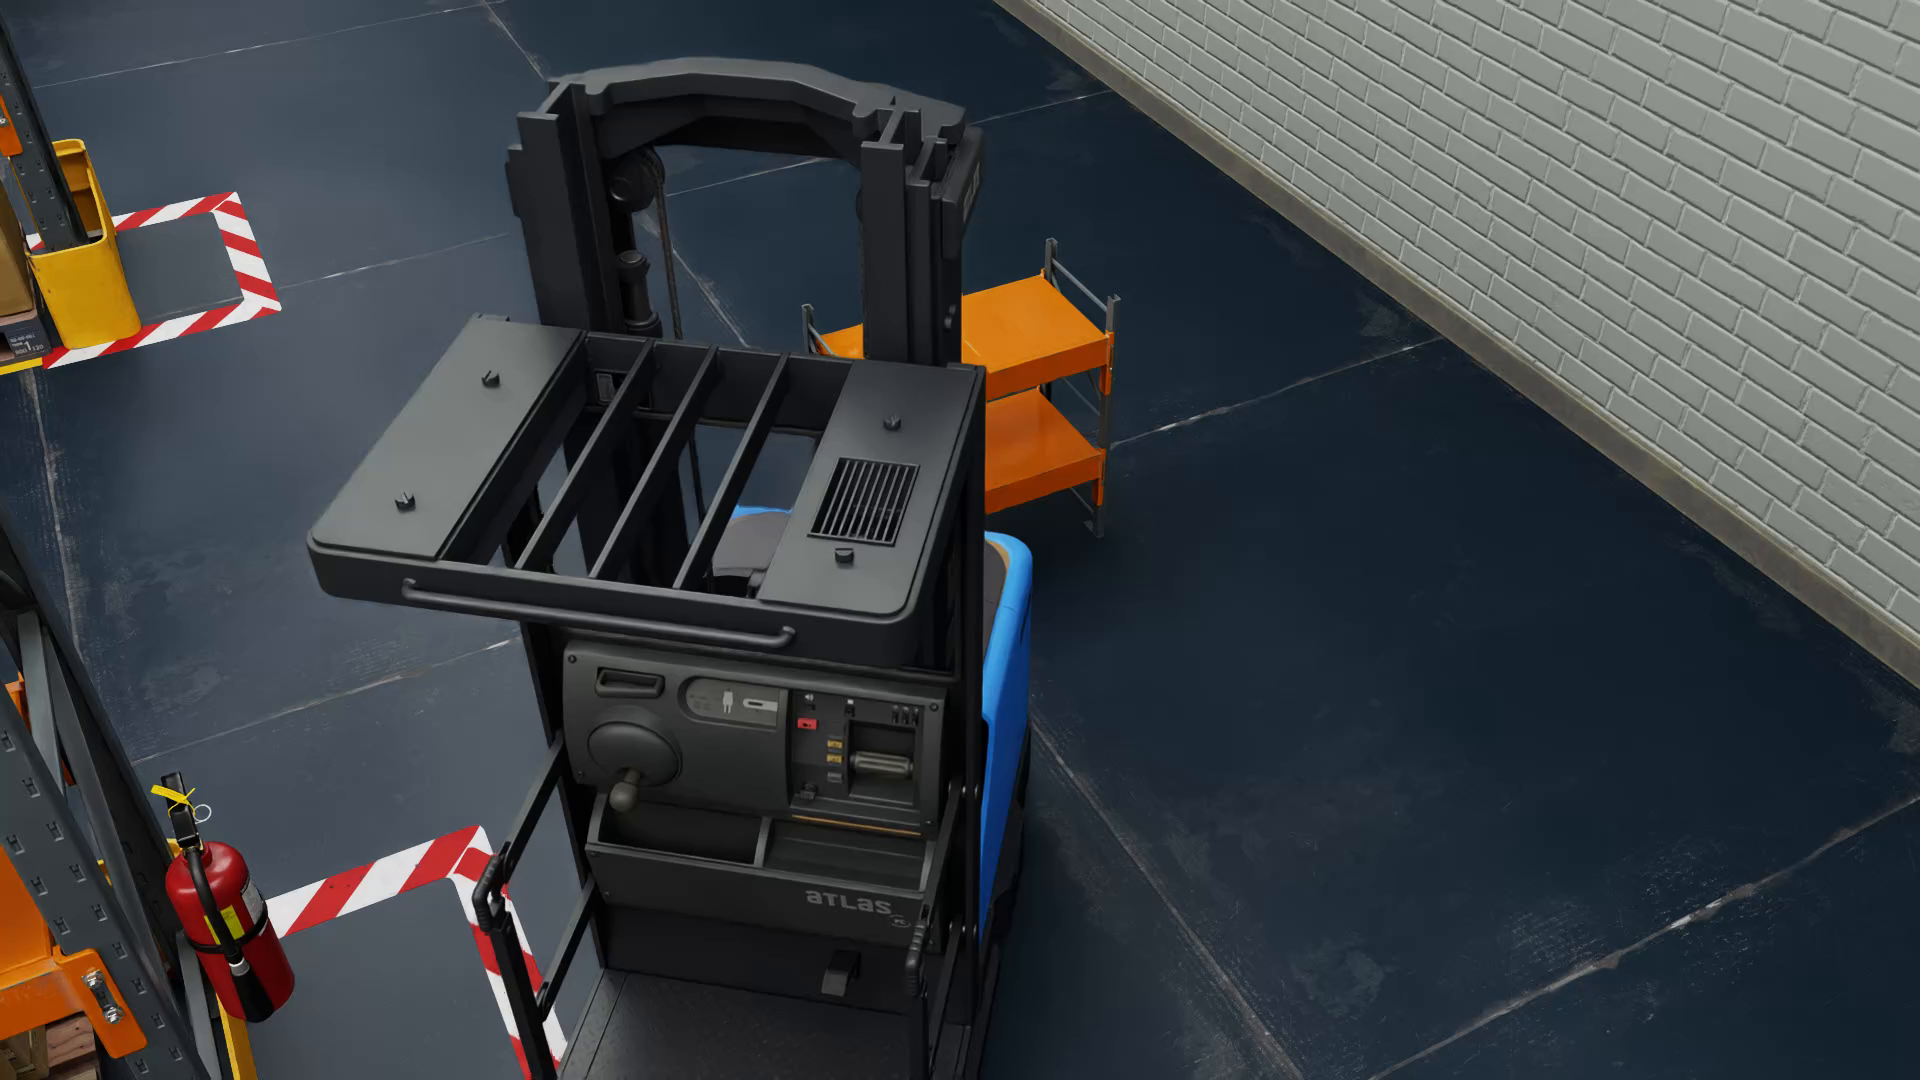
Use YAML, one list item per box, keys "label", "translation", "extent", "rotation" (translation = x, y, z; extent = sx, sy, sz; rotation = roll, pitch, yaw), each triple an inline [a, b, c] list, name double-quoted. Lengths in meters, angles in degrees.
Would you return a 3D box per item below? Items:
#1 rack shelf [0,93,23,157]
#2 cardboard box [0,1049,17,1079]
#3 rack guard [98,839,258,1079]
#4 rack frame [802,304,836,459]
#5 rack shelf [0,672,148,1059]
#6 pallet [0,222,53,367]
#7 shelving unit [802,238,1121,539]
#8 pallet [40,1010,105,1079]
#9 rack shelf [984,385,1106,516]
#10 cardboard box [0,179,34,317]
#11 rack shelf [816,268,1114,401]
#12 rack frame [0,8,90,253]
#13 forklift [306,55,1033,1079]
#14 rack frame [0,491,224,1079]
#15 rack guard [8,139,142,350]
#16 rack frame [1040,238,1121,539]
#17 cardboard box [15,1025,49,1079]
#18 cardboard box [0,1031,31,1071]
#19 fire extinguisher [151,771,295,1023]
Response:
- label: "rack shelf"
  translation: [-6.102, -1.530, 6.793]
  extent: [4.000, 0.370, 1.077]
  rotation: [-19, 44, -21]
- label: "cardboard box"
  translation: [-2.480, 1.475, 4.107]
  extent: [0.250, 0.149, 0.380]
  rotation: [-18, 43, -20]
- label: "rack guard"
  translation: [-2.194, 1.448, 4.653]
  extent: [0.348, 0.500, 1.175]
  rotation: [-19, 44, -21]
- label: "rack frame"
  translation: [-0.445, -0.280, 6.210]
  extent: [0.032, 1.125, 0.500]
  rotation: [-19, 44, -21]
- label: "rack shelf"
  translation: [-3.901, 1.342, 3.399]
  extent: [4.000, 0.370, 1.077]
  rotation: [-19, 44, -21]
- label: "pallet"
  translation: [-5.002, -1.054, 7.832]
  extent: [1.213, 0.211, 1.003]
  rotation: [-19, 44, -21]
- label: "shelving unit"
  translation: [0.006, -0.431, 6.389]
  extent: [1.048, 1.125, 0.538]
  rotation: [-19, 44, -21]
- label: "pallet"
  translation: [-2.931, 1.780, 4.484]
  extent: [1.213, 0.211, 1.003]
  rotation: [-19, 44, -21]
- label: "rack shelf"
  translation: [0.006, -0.245, 6.547]
  extent: [1.000, 0.278, 0.538]
  rotation: [-19, 44, -21]
- label: "cardboard box"
  translation: [-4.859, -1.514, 7.536]
  extent: [0.875, 0.875, 0.875]
  rotation: [-19, 44, -21]
- label: "rack shelf"
  translation: [0.006, -0.655, 6.200]
  extent: [1.000, 0.278, 0.538]
  rotation: [-19, 44, -21]
- label: "rack frame"
  translation: [-4.329, -2.402, 7.265]
  extent: [0.127, 3.000, 1.000]
  rotation: [-19, 44, -21]
- label: "forklift"
  translation: [-0.535, 0.567, 3.811]
  extent: [1.130, 2.935, 3.031]
  rotation: [7, 41, 8]
- label: "rack frame"
  translation: [-2.127, 0.471, 3.872]
  extent: [0.127, 3.000, 1.000]
  rotation: [-19, 44, -21]
- label: "rack guard"
  translation: [-4.307, -1.455, 8.082]
  extent: [0.348, 0.500, 1.175]
  rotation: [-19, 44, -21]
- label: "rack frame"
  translation: [0.457, -0.583, 6.568]
  extent: [0.032, 1.125, 0.500]
  rotation: [-19, 44, -21]
- label: "cardboard box"
  translation: [-2.740, 1.372, 4.690]
  extent: [0.250, 0.149, 0.380]
  rotation: [-18, 43, -20]
- label: "cardboard box"
  translation: [-2.710, 1.294, 4.550]
  extent: [0.250, 0.149, 0.380]
  rotation: [-17, 43, -19]
- label: "fire extinguisher"
  translation: [-1.690, 0.832, 3.794]
  extent: [0.183, 0.674, 0.296]
  rotation: [-19, 44, -21]
